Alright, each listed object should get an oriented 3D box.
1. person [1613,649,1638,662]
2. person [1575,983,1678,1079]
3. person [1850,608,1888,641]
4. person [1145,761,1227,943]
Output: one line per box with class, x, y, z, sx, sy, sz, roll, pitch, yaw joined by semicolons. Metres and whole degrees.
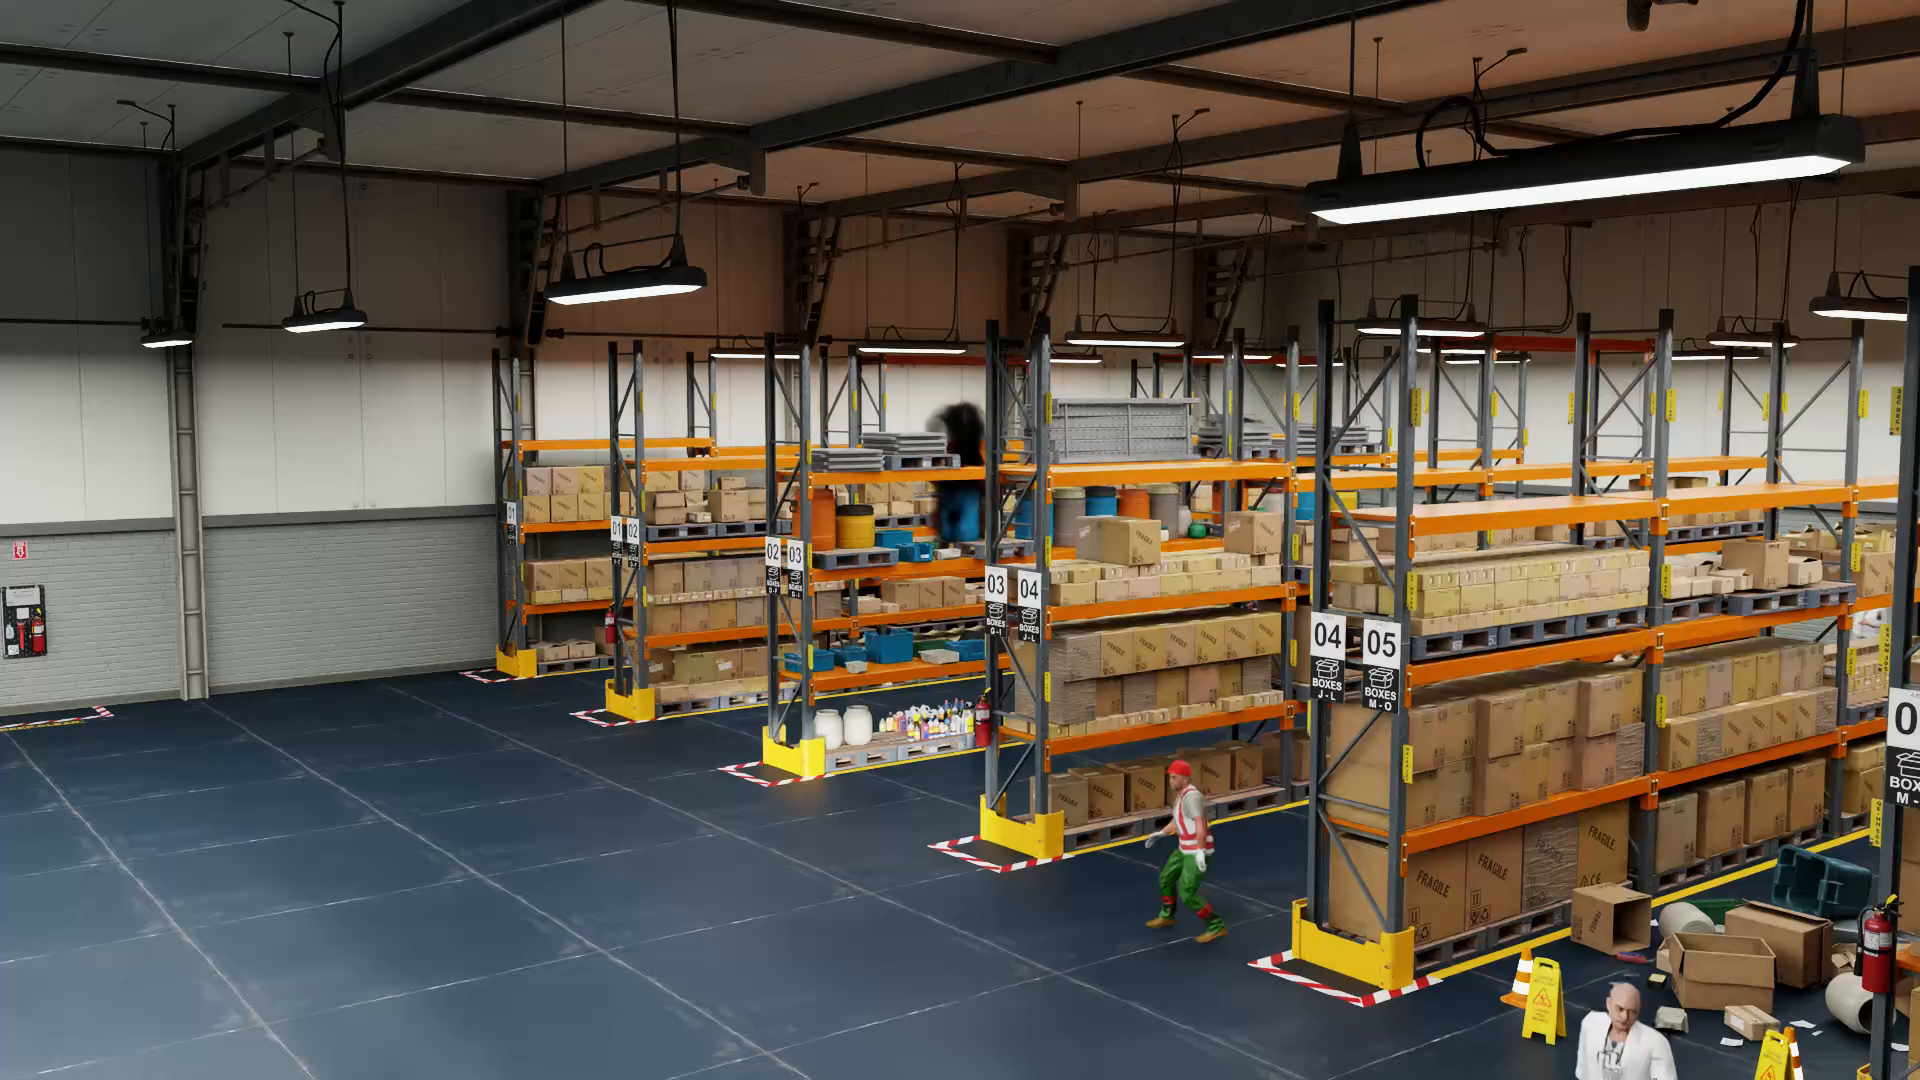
person;9.309;2.245;23.315;0.710;1.819;0.623;-5;7;-43
person;3.871;3.436;9.759;0.672;1.731;0.861;3;6;33
person;16.133;1.710;29.549;0.690;1.801;0.701;-5;7;-42
person;2.138;2.944;15.798;0.672;1.701;0.800;-1;5;-7
